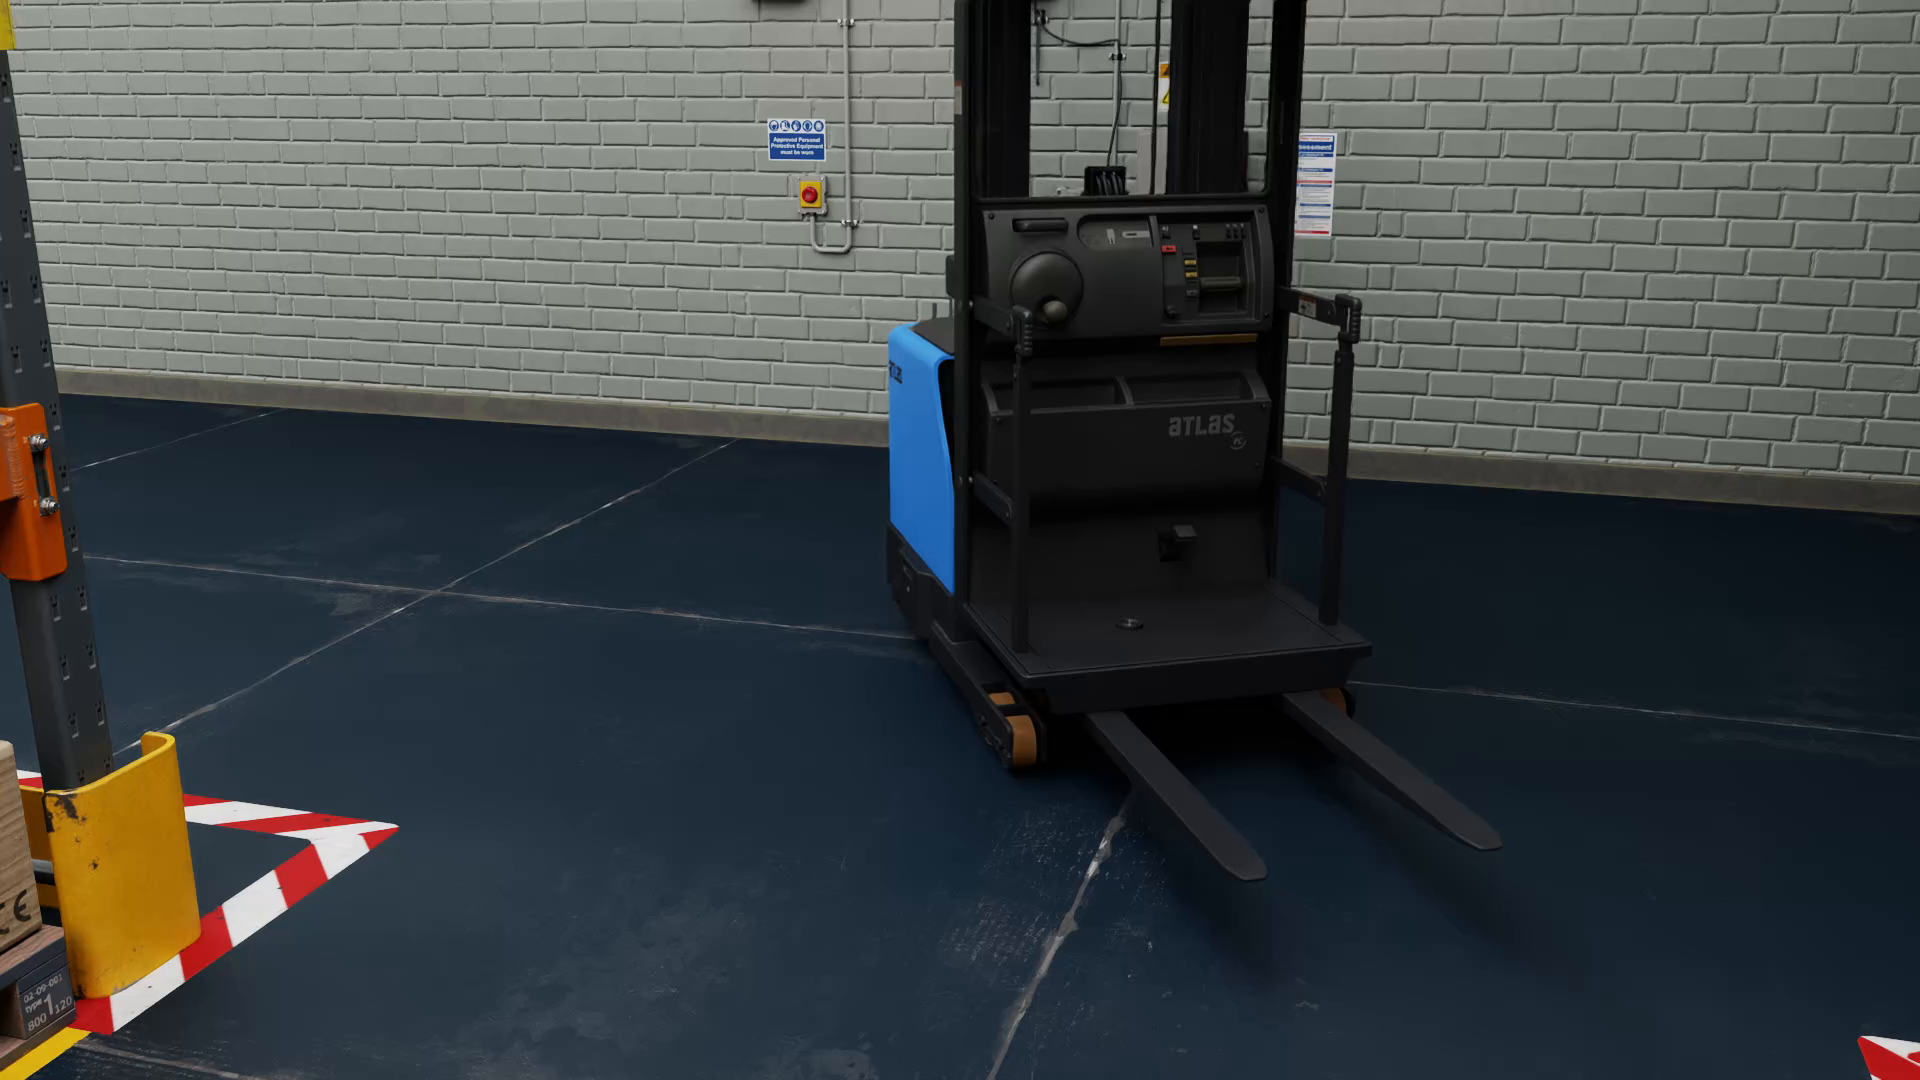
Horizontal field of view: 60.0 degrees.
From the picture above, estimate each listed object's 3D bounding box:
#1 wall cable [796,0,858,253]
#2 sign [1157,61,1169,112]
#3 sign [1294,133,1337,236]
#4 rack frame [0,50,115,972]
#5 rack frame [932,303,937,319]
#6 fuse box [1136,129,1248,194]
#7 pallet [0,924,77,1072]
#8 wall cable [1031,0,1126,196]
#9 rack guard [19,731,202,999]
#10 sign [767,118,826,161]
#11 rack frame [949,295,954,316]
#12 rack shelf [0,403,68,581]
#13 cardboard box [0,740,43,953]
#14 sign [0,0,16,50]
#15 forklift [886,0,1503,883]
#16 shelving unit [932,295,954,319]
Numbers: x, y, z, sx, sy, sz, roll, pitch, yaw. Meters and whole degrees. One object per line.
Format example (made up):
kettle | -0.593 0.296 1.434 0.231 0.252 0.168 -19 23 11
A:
wall cable | -0.838 -2.478 8.650 0.585 1.953 0.123 5 16 16
sign | 1.140 -2.229 8.177 0.339 0.242 0.001 5 16 16
sign | 1.667 -1.743 8.153 0.329 0.494 0.001 5 16 16
rack frame | -2.418 -0.497 3.585 1.000 3.000 0.127 5 16 16
rack frame | -0.019 -0.487 7.123 0.200 1.050 0.008 5 16 16
fuse box | 1.134 -1.153 8.260 0.539 1.711 0.414 5 16 16
pallet | -2.571 1.060 3.207 1.003 0.211 1.213 5 16 16
wall cable | 0.525 -2.356 8.277 0.588 1.984 0.122 5 16 16
rack guard | -2.412 0.699 3.948 1.175 0.500 0.348 5 16 16
sign | -0.867 -2.124 8.825 0.327 0.218 0.001 5 16 16
rack frame | 0.050 -0.551 7.348 0.200 1.050 0.008 5 16 16
rack shelf | -2.987 0.372 1.839 1.077 0.370 4.000 5 16 16
cardboard box | -2.510 0.714 3.241 0.875 0.438 0.875 4 16 14
sign | -1.902 -1.122 3.234 0.100 0.325 0.005 5 16 16
forklift | 0.583 -0.844 4.933 1.130 2.935 3.031 -4 16 -14
shelving unit | 0.015 -0.519 7.235 0.215 1.050 0.252 5 16 16
